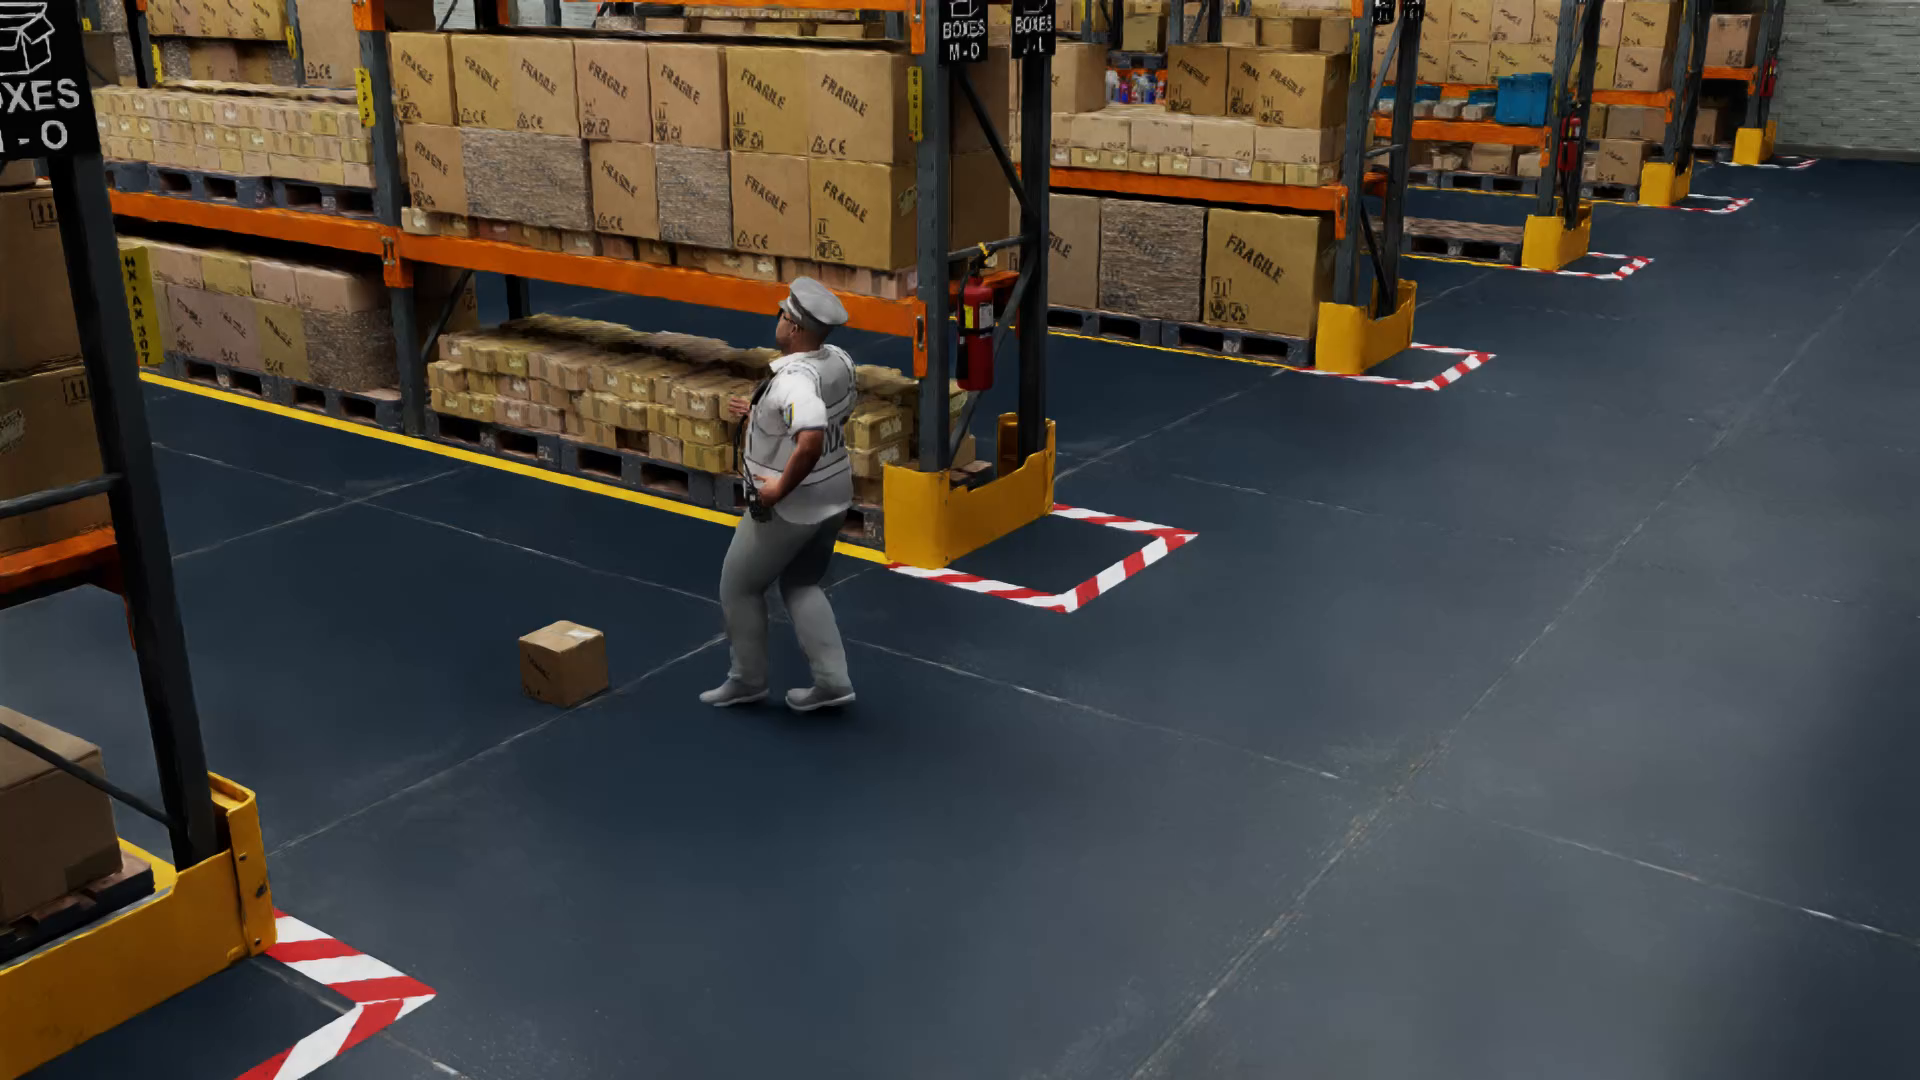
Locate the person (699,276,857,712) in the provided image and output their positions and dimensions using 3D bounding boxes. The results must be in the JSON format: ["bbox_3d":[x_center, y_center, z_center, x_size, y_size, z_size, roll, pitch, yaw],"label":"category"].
[{"bbox_3d":[-0.684,-0.141,6.495,0.753,1.795,0.634,12,23,31],"label":"person"}]
